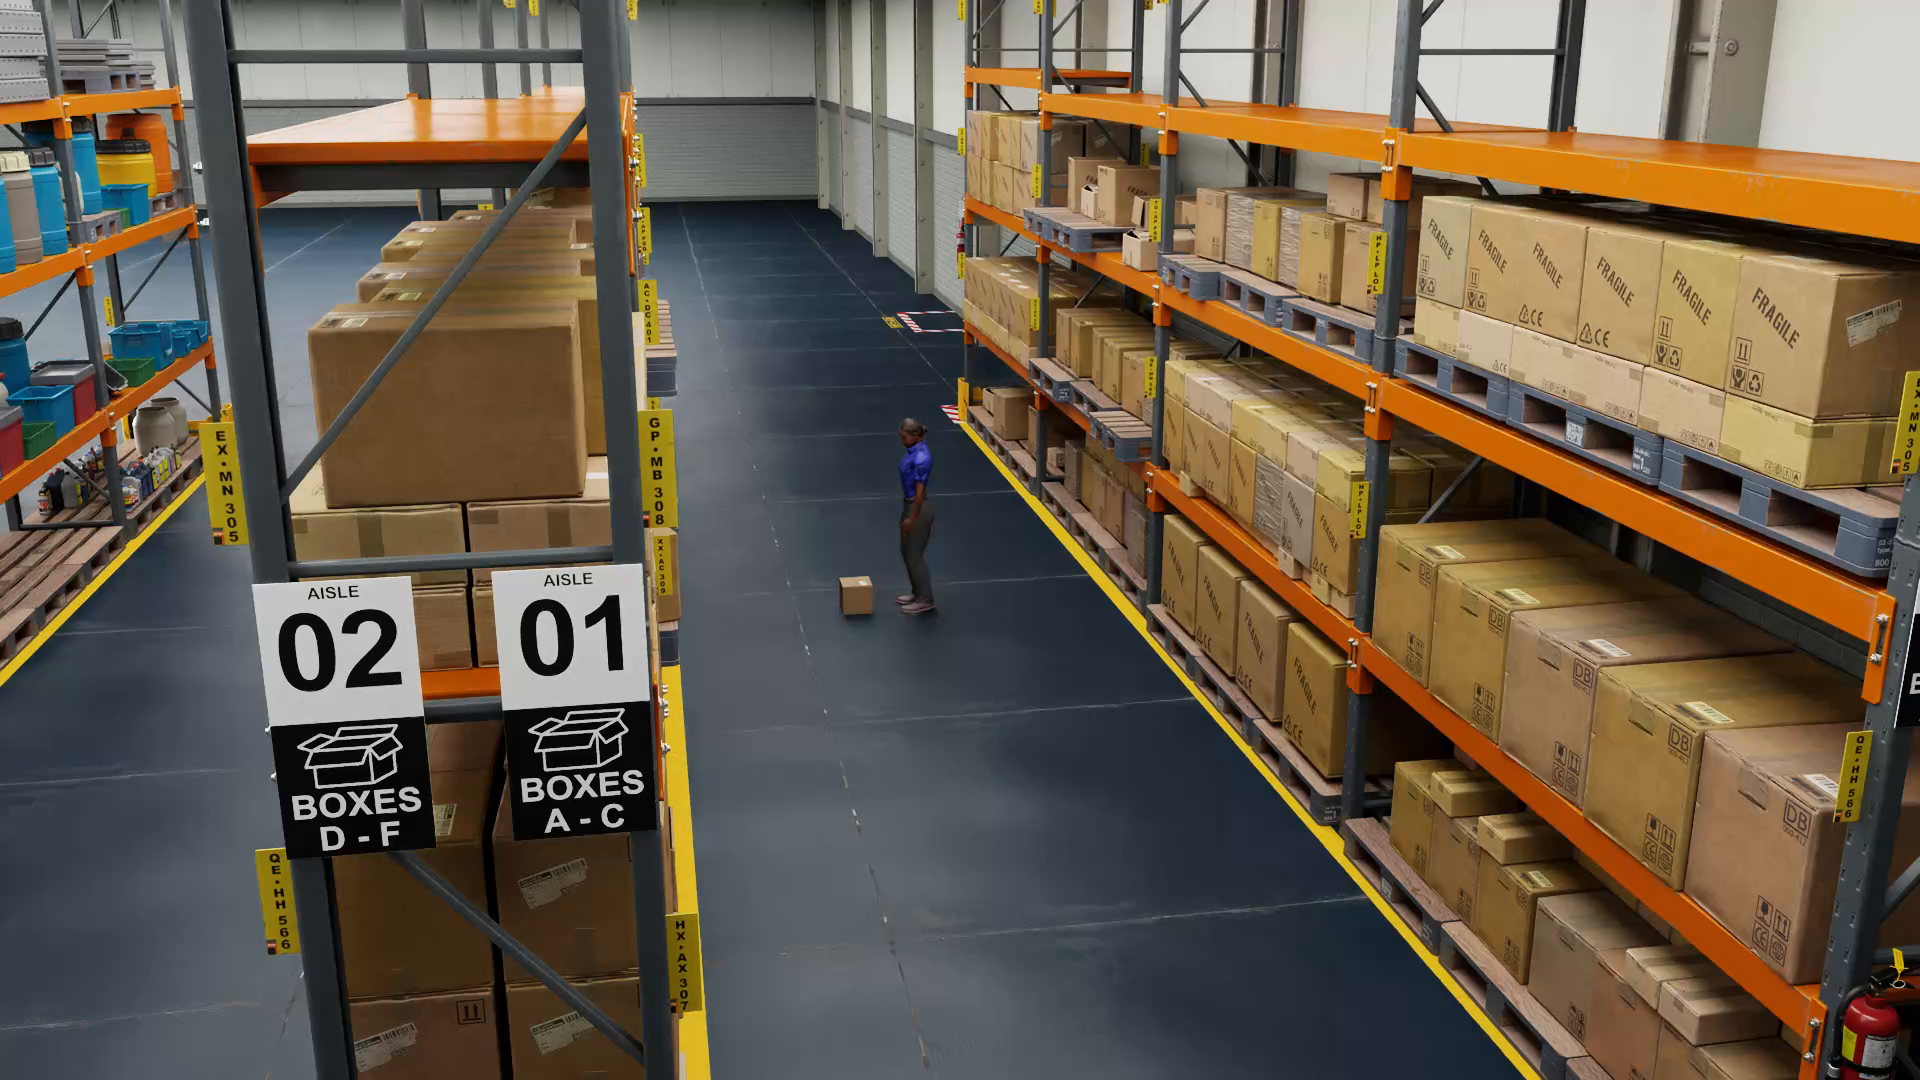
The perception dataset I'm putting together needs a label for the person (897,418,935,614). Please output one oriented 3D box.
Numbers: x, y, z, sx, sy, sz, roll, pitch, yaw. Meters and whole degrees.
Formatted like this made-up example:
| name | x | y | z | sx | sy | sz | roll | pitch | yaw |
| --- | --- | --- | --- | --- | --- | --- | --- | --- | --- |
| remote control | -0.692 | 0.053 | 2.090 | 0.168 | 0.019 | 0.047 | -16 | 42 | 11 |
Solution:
| name | x | y | z | sx | sy | sz | roll | pitch | yaw |
| --- | --- | --- | --- | --- | --- | --- | --- | --- | --- |
| person | -0.367 | -0.214 | 13.811 | 0.314 | 1.643 | 0.443 | -3 | 17 | -9 |
